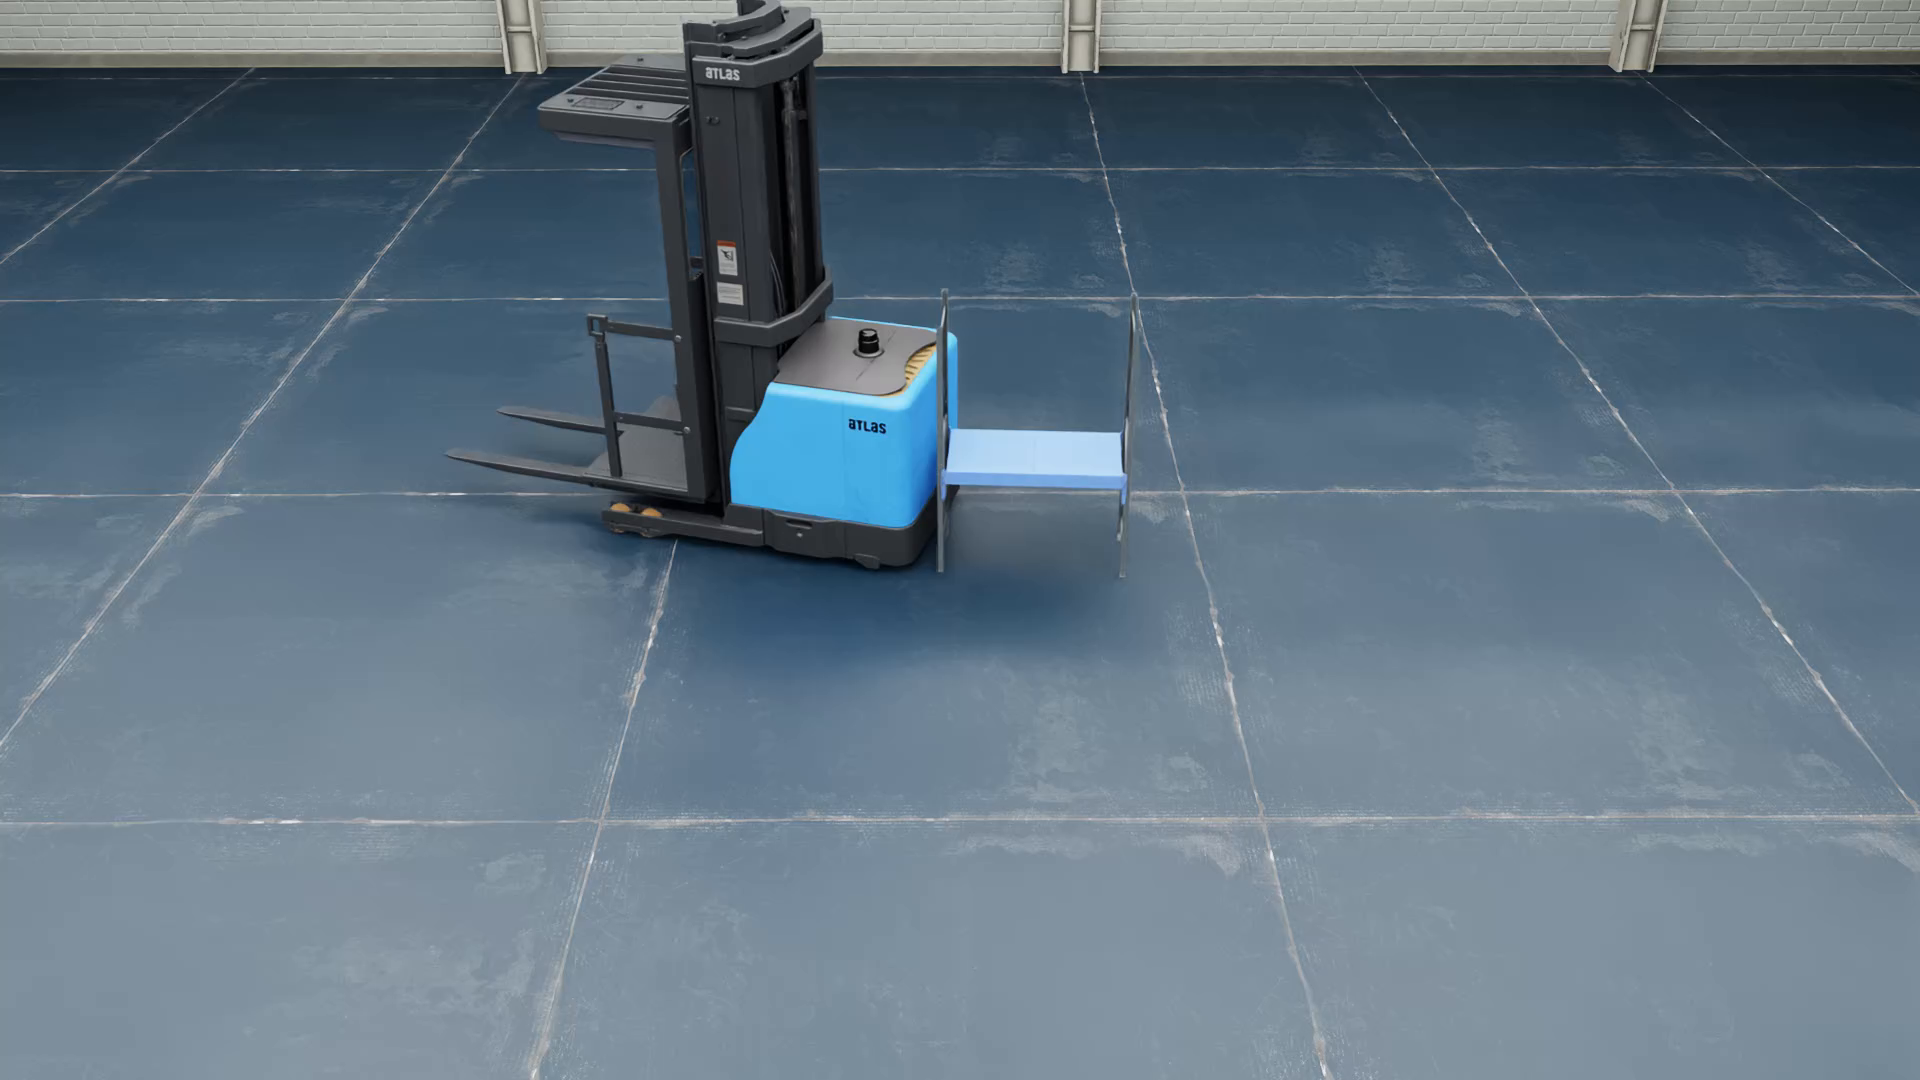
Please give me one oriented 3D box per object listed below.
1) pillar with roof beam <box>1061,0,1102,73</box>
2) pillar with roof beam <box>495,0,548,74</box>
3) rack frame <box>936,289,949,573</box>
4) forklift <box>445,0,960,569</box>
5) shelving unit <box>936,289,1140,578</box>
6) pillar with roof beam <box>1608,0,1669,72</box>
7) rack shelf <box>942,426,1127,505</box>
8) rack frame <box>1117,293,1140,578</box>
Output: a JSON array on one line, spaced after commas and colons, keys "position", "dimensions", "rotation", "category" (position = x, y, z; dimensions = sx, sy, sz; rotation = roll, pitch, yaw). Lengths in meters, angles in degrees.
[{"position": [1.326, -6.737, 12.069], "dimensions": [0.400, 9.000, 9.100], "rotation": [0, 31, 0], "category": "pillar with roof beam"}, {"position": [-4.674, -6.719, 12.038], "dimensions": [0.400, 9.000, 9.100], "rotation": [0, 31, 0], "category": "pillar with roof beam"}, {"position": [-0.094, -0.586, 9.159], "dimensions": [0.032, 1.500, 0.500], "rotation": [2, 31, 3], "category": "rack frame"}, {"position": [-1.575, -1.519, 9.317], "dimensions": [3.031, 2.935, 1.130], "rotation": [9, 32, 14], "category": "forklift"}, {"position": [0.413, -0.572, 9.136], "dimensions": [1.048, 1.500, 0.538], "rotation": [2, 31, 3], "category": "shelving unit"}, {"position": [7.326, -6.756, 12.099], "dimensions": [0.400, 9.000, 9.100], "rotation": [0, 31, 0], "category": "pillar with roof beam"}, {"position": [0.413, -0.418, 9.229], "dimensions": [1.000, 0.185, 0.538], "rotation": [2, 31, 3], "category": "rack shelf"}, {"position": [0.921, -0.558, 9.113], "dimensions": [0.032, 1.500, 0.500], "rotation": [2, 31, 3], "category": "rack frame"}]
